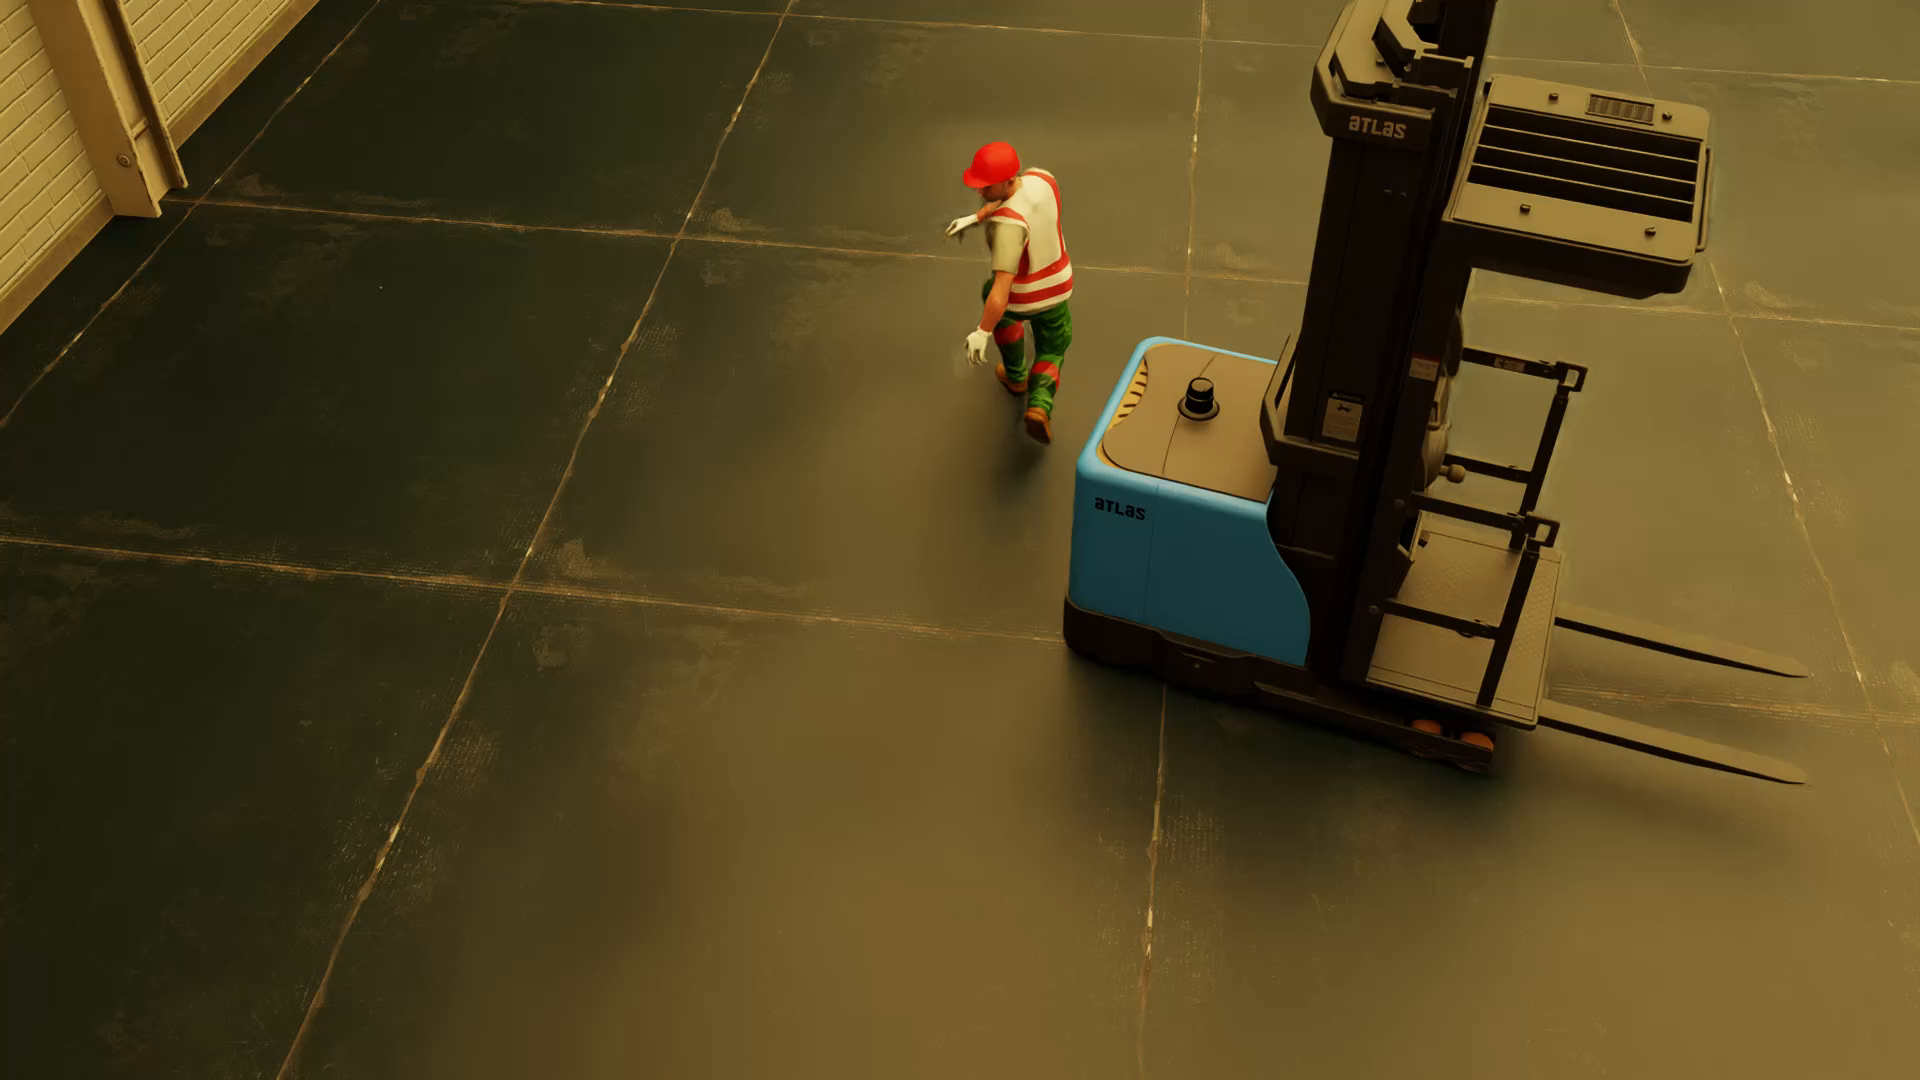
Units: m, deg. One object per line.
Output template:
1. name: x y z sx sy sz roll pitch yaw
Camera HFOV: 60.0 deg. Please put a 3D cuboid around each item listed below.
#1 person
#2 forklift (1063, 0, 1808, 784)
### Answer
1. person: 0.256 -1.227 8.127 0.663 1.548 0.931 -15 45 -15
2. forklift: 2.024 -0.538 6.310 3.031 2.935 1.130 15 45 15
